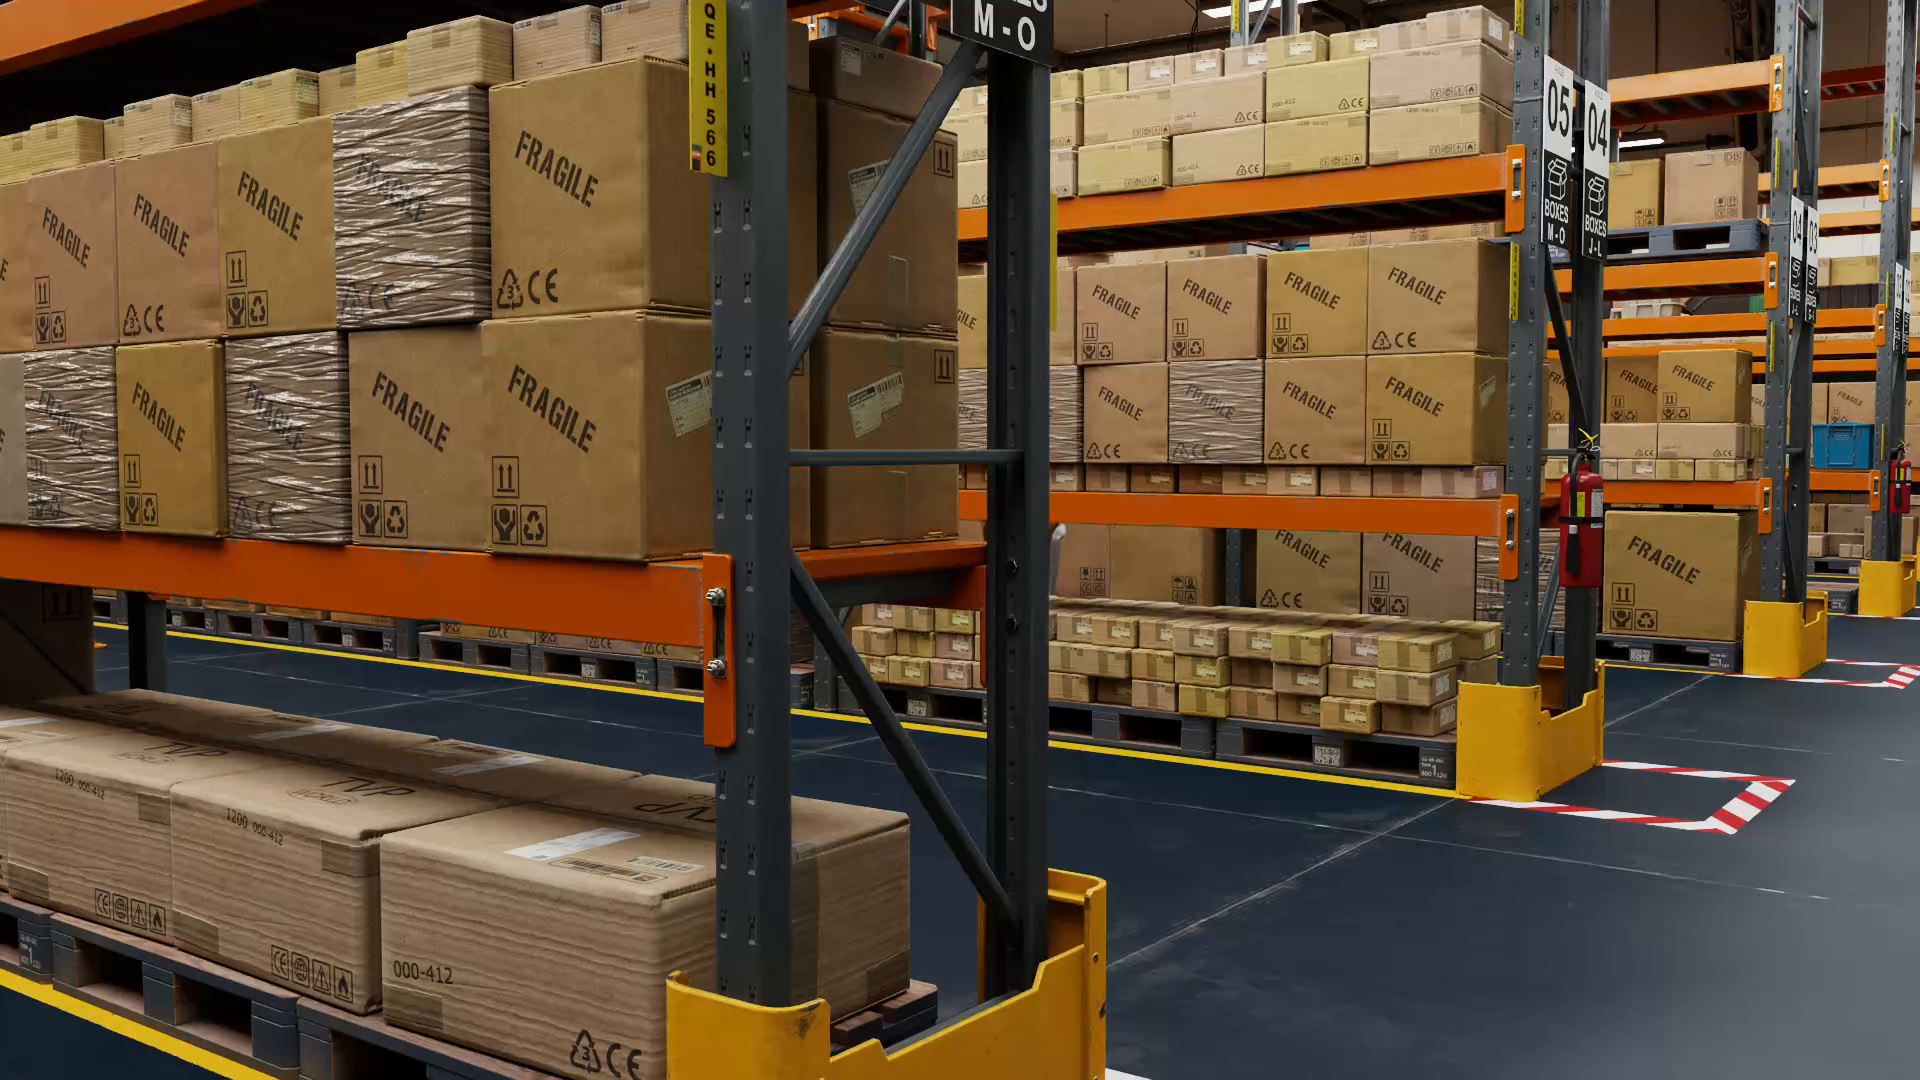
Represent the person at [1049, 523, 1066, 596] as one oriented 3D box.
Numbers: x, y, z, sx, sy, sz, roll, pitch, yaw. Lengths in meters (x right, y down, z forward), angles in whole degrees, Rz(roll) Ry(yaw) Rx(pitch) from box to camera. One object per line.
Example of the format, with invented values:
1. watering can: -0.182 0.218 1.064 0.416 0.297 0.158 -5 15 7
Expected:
1. person: 0.497 -0.002 11.649 0.574 1.772 0.523 1 3 24
